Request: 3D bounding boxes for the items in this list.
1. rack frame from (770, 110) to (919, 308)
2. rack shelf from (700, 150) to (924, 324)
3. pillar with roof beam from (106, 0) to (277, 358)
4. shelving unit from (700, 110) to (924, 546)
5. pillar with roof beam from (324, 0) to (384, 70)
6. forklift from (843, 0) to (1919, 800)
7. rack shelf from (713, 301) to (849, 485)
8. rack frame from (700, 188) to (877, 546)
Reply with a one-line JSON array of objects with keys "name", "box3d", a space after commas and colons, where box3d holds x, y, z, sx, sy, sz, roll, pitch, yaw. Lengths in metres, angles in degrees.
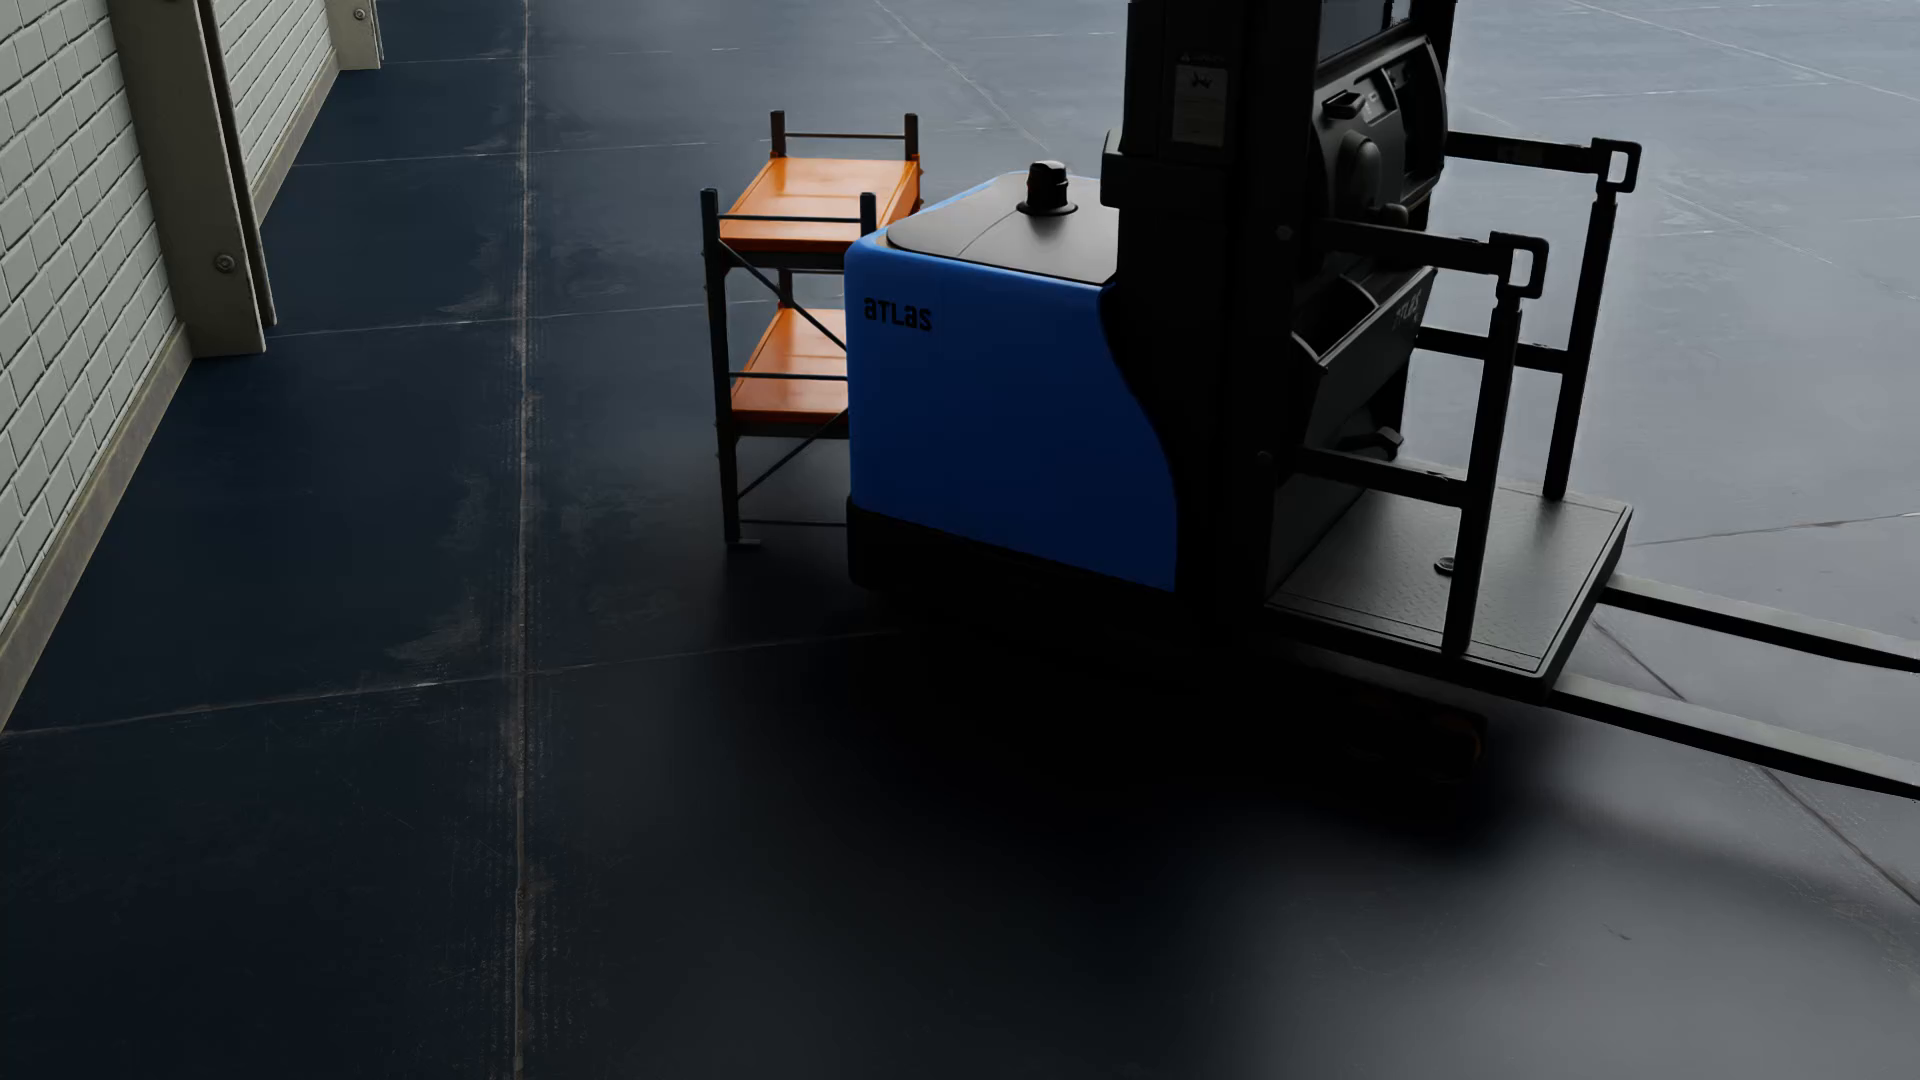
[{"name": "rack frame", "box3d": [-0.391, -0.941, 5.865, 0.500, 1.125, 0.032, 2, 27, 5]}, {"name": "rack shelf", "box3d": [-0.439, -0.974, 5.281, 0.538, 0.278, 1.000, 2, 27, 5]}, {"name": "pillar with roof beam", "box3d": [1.170, -5.288, 5.740, 9.100, 9.000, 0.400, -6, 27, -12]}, {"name": "shelving unit", "box3d": [-0.439, -0.713, 5.413, 0.538, 1.125, 1.048, 2, 27, 5]}, {"name": "pillar with roof beam", "box3d": [-0.182, -7.922, 10.958, 9.100, 9.000, 0.400, -6, 27, -12]}, {"name": "forklift", "box3d": [1.201, -0.987, 3.953, 3.031, 2.935, 1.130, 15, 30, 27]}, {"name": "rack shelf", "box3d": [-0.439, -0.494, 5.523, 0.538, 0.278, 1.000, 2, 27, 5]}, {"name": "rack frame", "box3d": [-0.487, -0.484, 4.961, 0.500, 1.125, 0.032, 2, 27, 5]}]
